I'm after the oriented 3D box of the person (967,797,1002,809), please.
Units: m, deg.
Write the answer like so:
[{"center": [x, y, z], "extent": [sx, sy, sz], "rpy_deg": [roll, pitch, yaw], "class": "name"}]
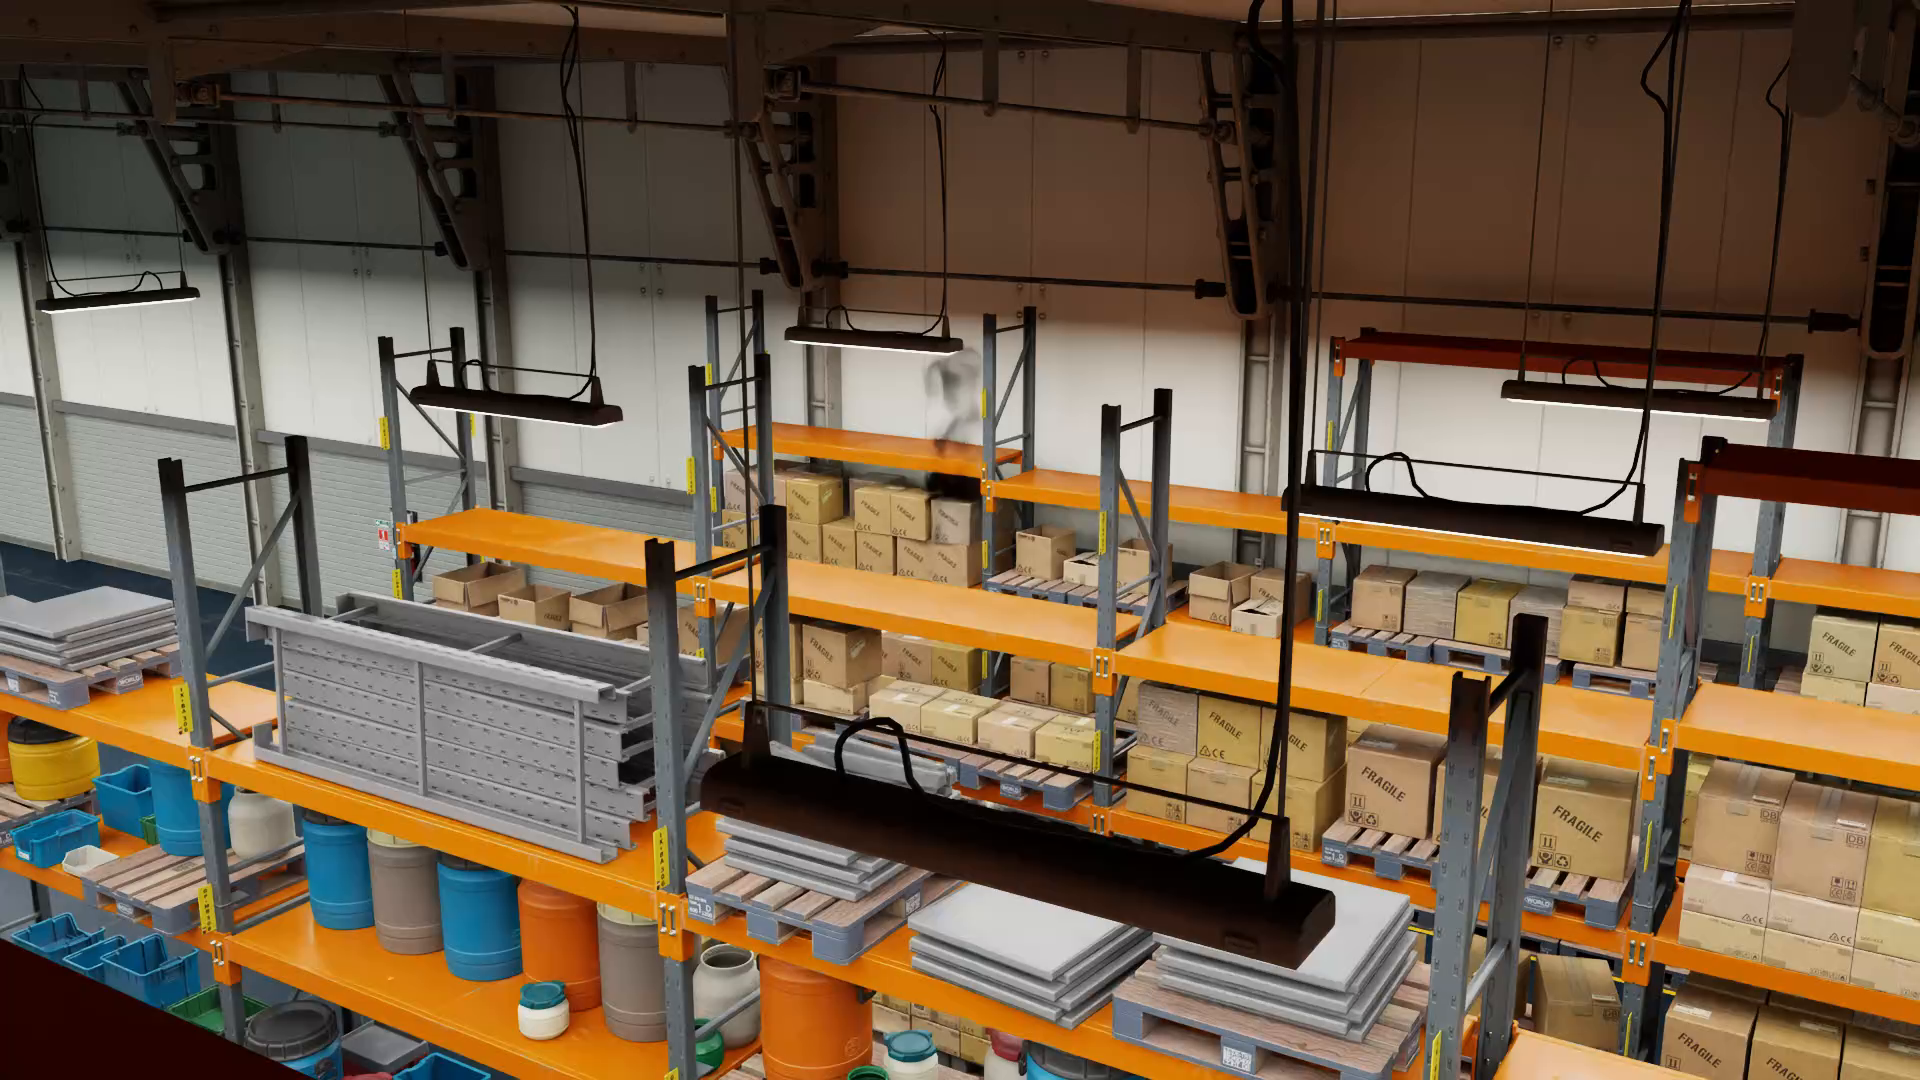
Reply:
[{"center": [0.271, 3.047, 17.539], "extent": [0.531, 1.660, 0.616], "rpy_deg": [7, 15, 25], "class": "person"}]
